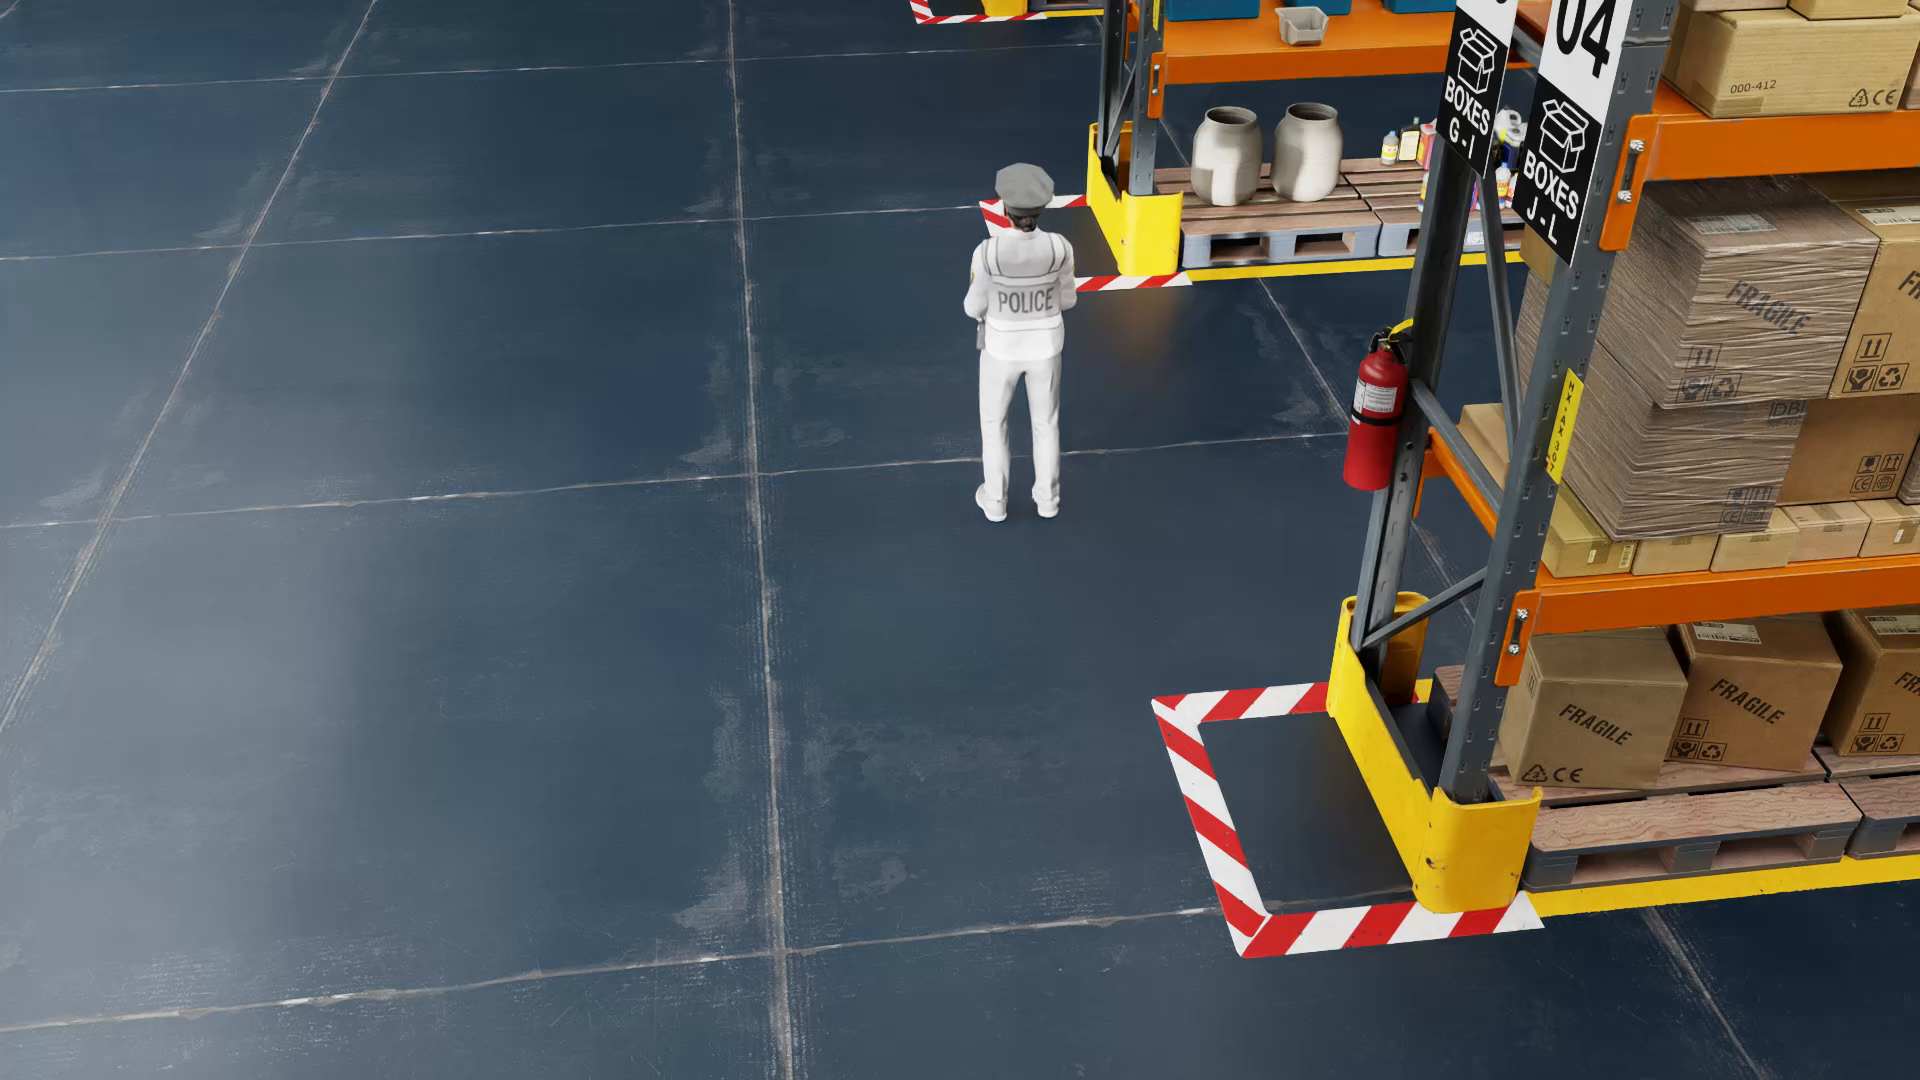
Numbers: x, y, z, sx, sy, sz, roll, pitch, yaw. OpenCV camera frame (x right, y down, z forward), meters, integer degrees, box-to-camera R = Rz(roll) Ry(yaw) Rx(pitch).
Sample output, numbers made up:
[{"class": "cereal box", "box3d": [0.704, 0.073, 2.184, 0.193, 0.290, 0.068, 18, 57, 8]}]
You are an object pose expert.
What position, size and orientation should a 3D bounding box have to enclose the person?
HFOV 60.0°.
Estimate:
[{"class": "person", "box3d": [0.255, -0.877, 7.370, 0.489, 1.692, 0.489, -5, 35, -7]}]
